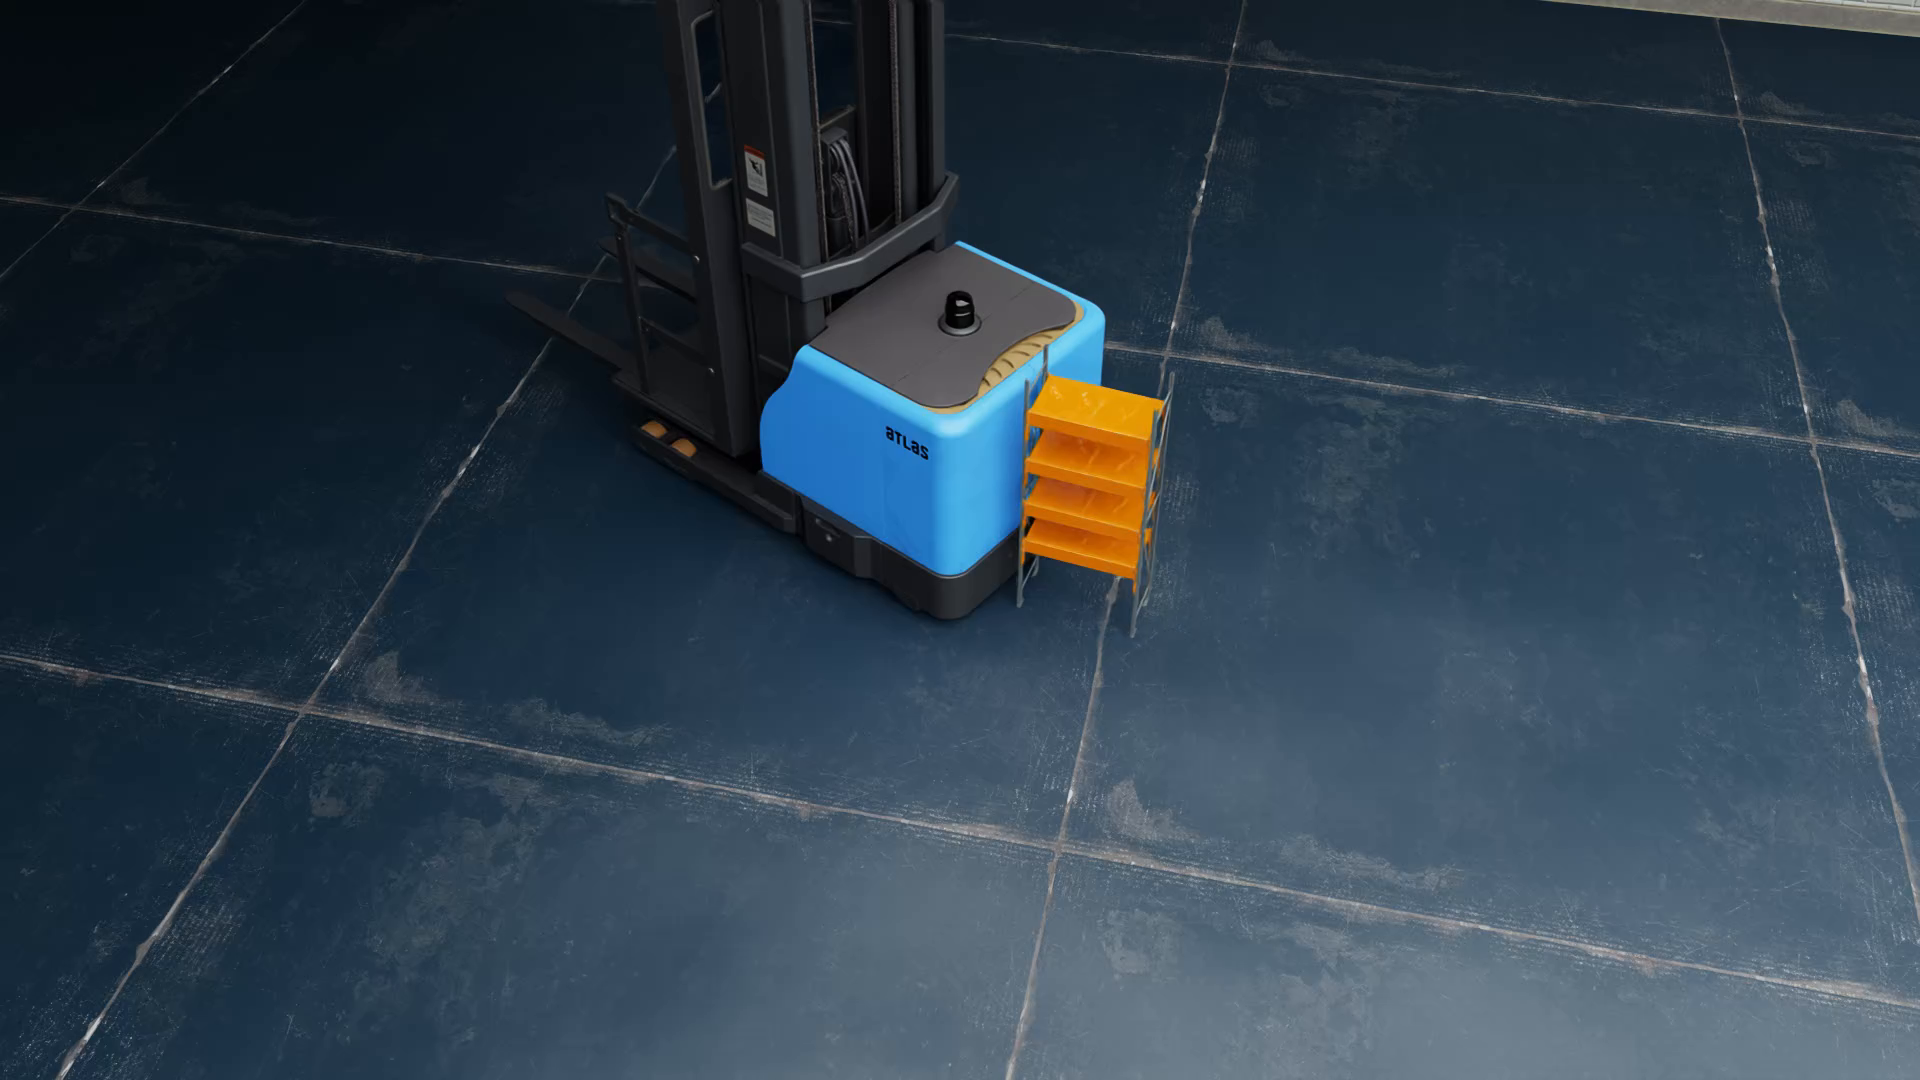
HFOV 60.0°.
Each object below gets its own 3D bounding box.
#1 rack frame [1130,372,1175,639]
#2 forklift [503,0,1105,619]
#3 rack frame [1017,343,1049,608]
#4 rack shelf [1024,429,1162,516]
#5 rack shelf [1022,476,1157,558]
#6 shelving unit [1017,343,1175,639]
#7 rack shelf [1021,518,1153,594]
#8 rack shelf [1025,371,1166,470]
[{"bbox_3d":[0.742,-0.109,6.458,0.015,1.200,0.240,15,46,15],"label":"rack frame"},{"bbox_3d":[-0.861,-1.600,6.759,3.031,2.935,1.130,30,51,27],"label":"forklift"},{"bbox_3d":[0.286,-0.228,6.582,0.015,1.200,0.240,15,46,15],"label":"rack frame"},{"bbox_3d":[0.514,-0.281,6.411,0.480,0.148,0.258,15,46,15],"label":"rack shelf"},{"bbox_3d":[0.514,-0.120,6.567,0.480,0.148,0.258,15,46,15],"label":"rack shelf"},{"bbox_3d":[0.514,-0.169,6.520,0.503,1.200,0.258,15,46,15],"label":"shelving unit"},{"bbox_3d":[0.514,0.023,6.704,0.480,0.148,0.258,15,46,15],"label":"rack shelf"},{"bbox_3d":[0.514,-0.452,6.247,0.480,0.148,0.258,15,46,15],"label":"rack shelf"}]
